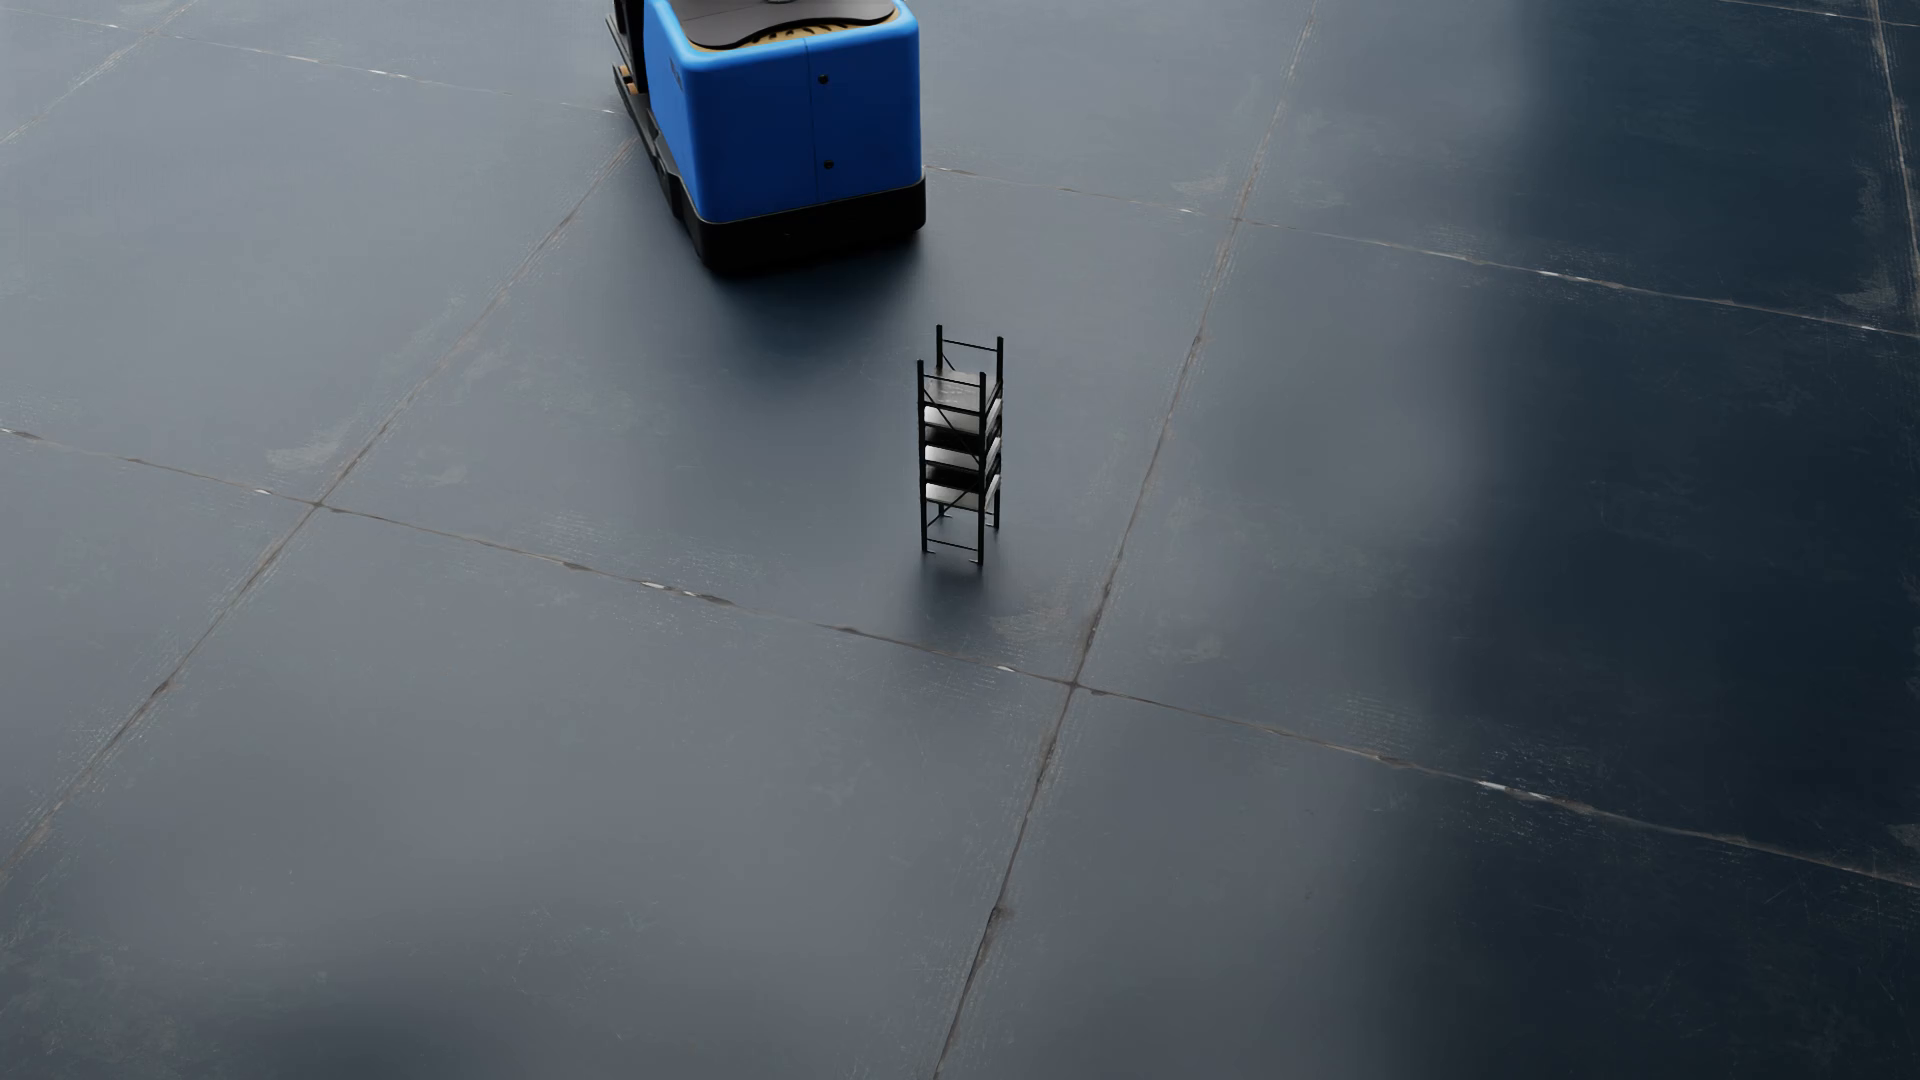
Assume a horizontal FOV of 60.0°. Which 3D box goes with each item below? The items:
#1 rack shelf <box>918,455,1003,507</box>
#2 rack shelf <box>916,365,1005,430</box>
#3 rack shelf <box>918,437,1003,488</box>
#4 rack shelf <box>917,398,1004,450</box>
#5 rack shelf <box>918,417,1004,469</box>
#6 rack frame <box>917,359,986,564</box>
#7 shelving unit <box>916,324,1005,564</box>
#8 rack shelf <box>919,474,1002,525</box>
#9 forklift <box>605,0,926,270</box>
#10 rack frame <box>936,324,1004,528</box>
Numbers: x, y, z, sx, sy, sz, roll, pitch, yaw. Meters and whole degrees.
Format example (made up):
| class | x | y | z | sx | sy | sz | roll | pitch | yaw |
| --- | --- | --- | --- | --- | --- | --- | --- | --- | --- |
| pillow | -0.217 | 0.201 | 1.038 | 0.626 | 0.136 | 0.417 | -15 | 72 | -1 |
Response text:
| class | x | y | z | sx | sy | sz | roll | pitch | yaw |
| --- | --- | --- | --- | --- | --- | --- | --- | --- | --- |
| rack shelf | 0.002 | -0.239 | 6.027 | 0.258 | 0.077 | 0.200 | 13 | 46 | 12 |
| rack shelf | 0.002 | -0.496 | 5.775 | 0.258 | 0.077 | 0.200 | 13 | 46 | 12 |
| rack shelf | 0.002 | -0.303 | 5.964 | 0.258 | 0.077 | 0.200 | 13 | 46 | 12 |
| rack shelf | 0.002 | -0.432 | 5.838 | 0.258 | 0.077 | 0.200 | 13 | 46 | 12 |
| rack shelf | 0.002 | -0.368 | 5.901 | 0.258 | 0.077 | 0.200 | 13 | 46 | 12 |
| rack frame | -0.028 | -0.259 | 5.872 | 0.240 | 0.900 | 0.006 | 13 | 46 | 12 |
| shelving unit | 0.002 | -0.327 | 5.941 | 0.258 | 0.900 | 0.210 | 13 | 46 | 12 |
| rack shelf | 0.002 | -0.175 | 6.090 | 0.258 | 0.077 | 0.200 | 13 | 46 | 12 |
| forklift | -1.140 | -3.292 | 7.519 | 1.130 | 2.935 | 3.031 | -14 | 46 | -14 |
| rack frame | 0.033 | -0.395 | 6.010 | 0.240 | 0.900 | 0.006 | 13 | 46 | 12 |
